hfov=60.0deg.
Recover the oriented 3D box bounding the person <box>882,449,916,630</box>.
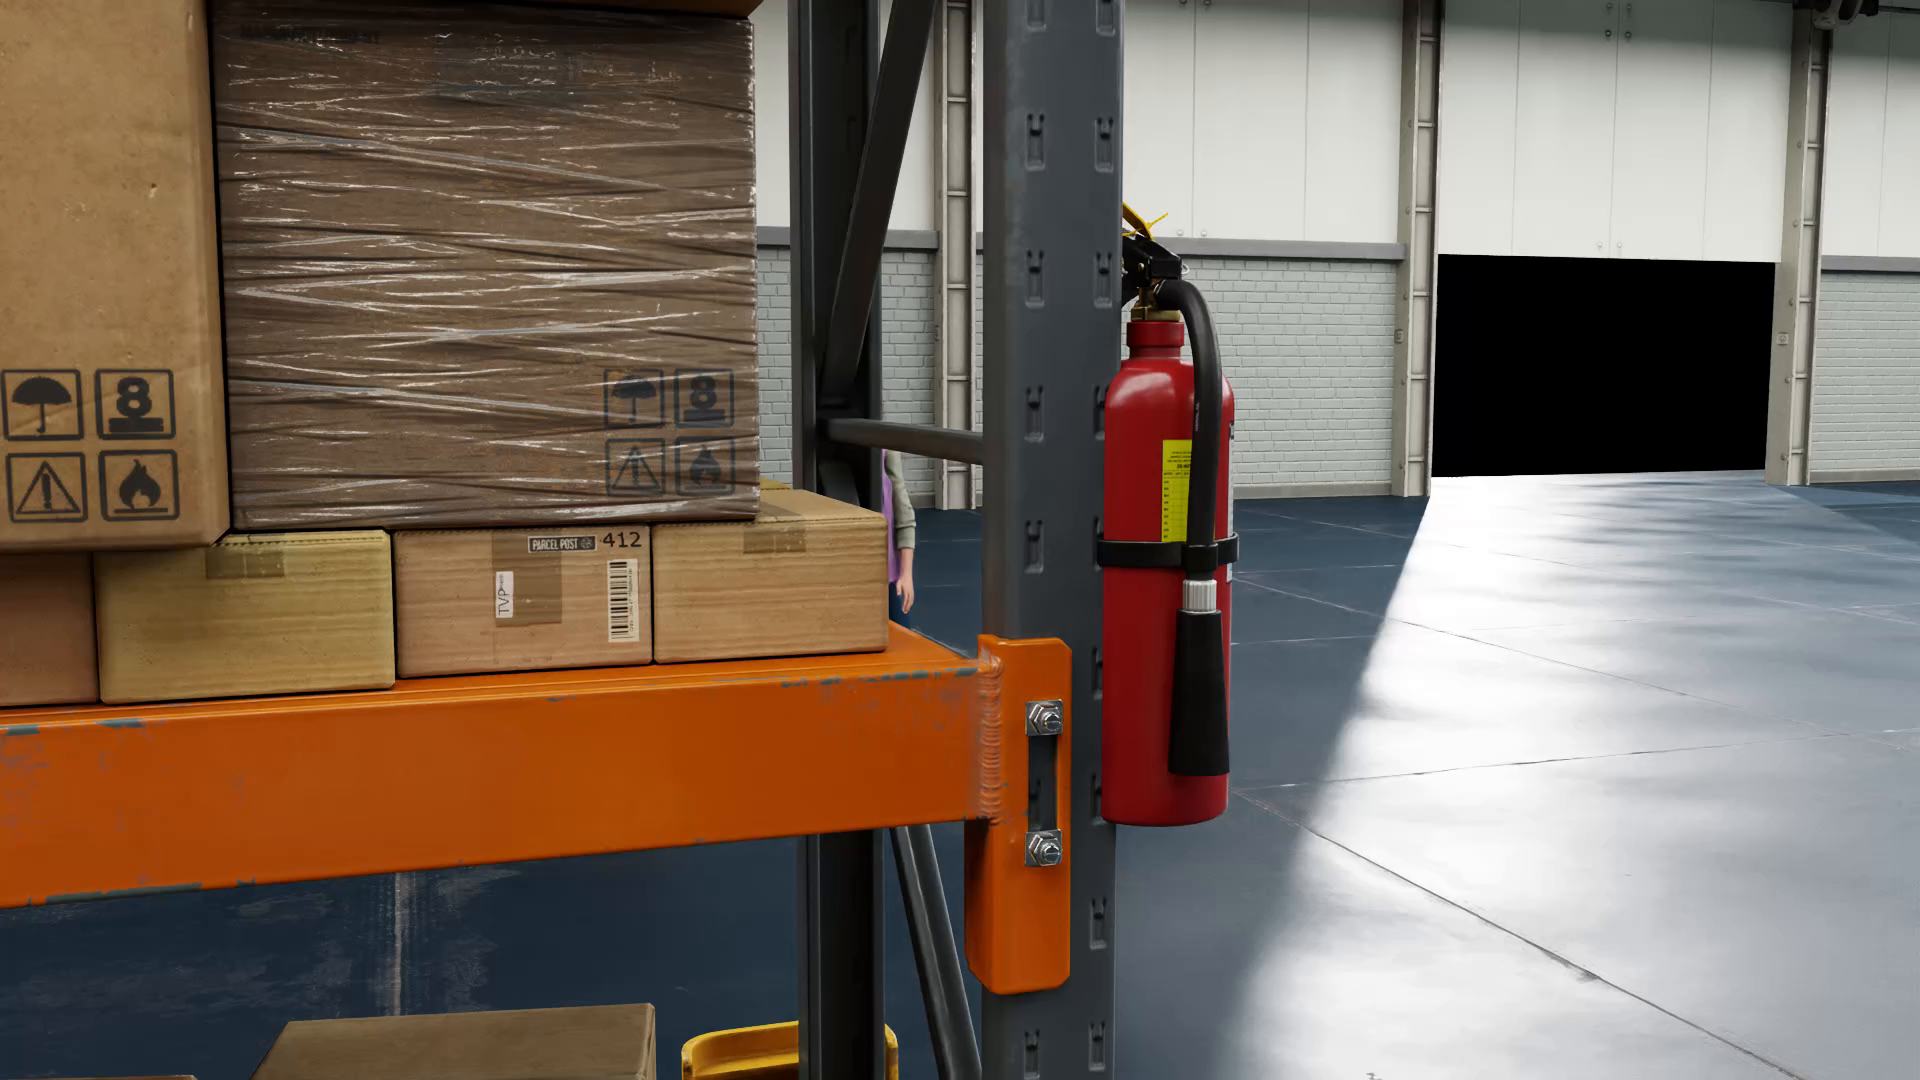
[{"bbox_3d":[-0.373,0.153,6.278,0.423,1.561,0.796,0,6,3],"label":"person"}]
